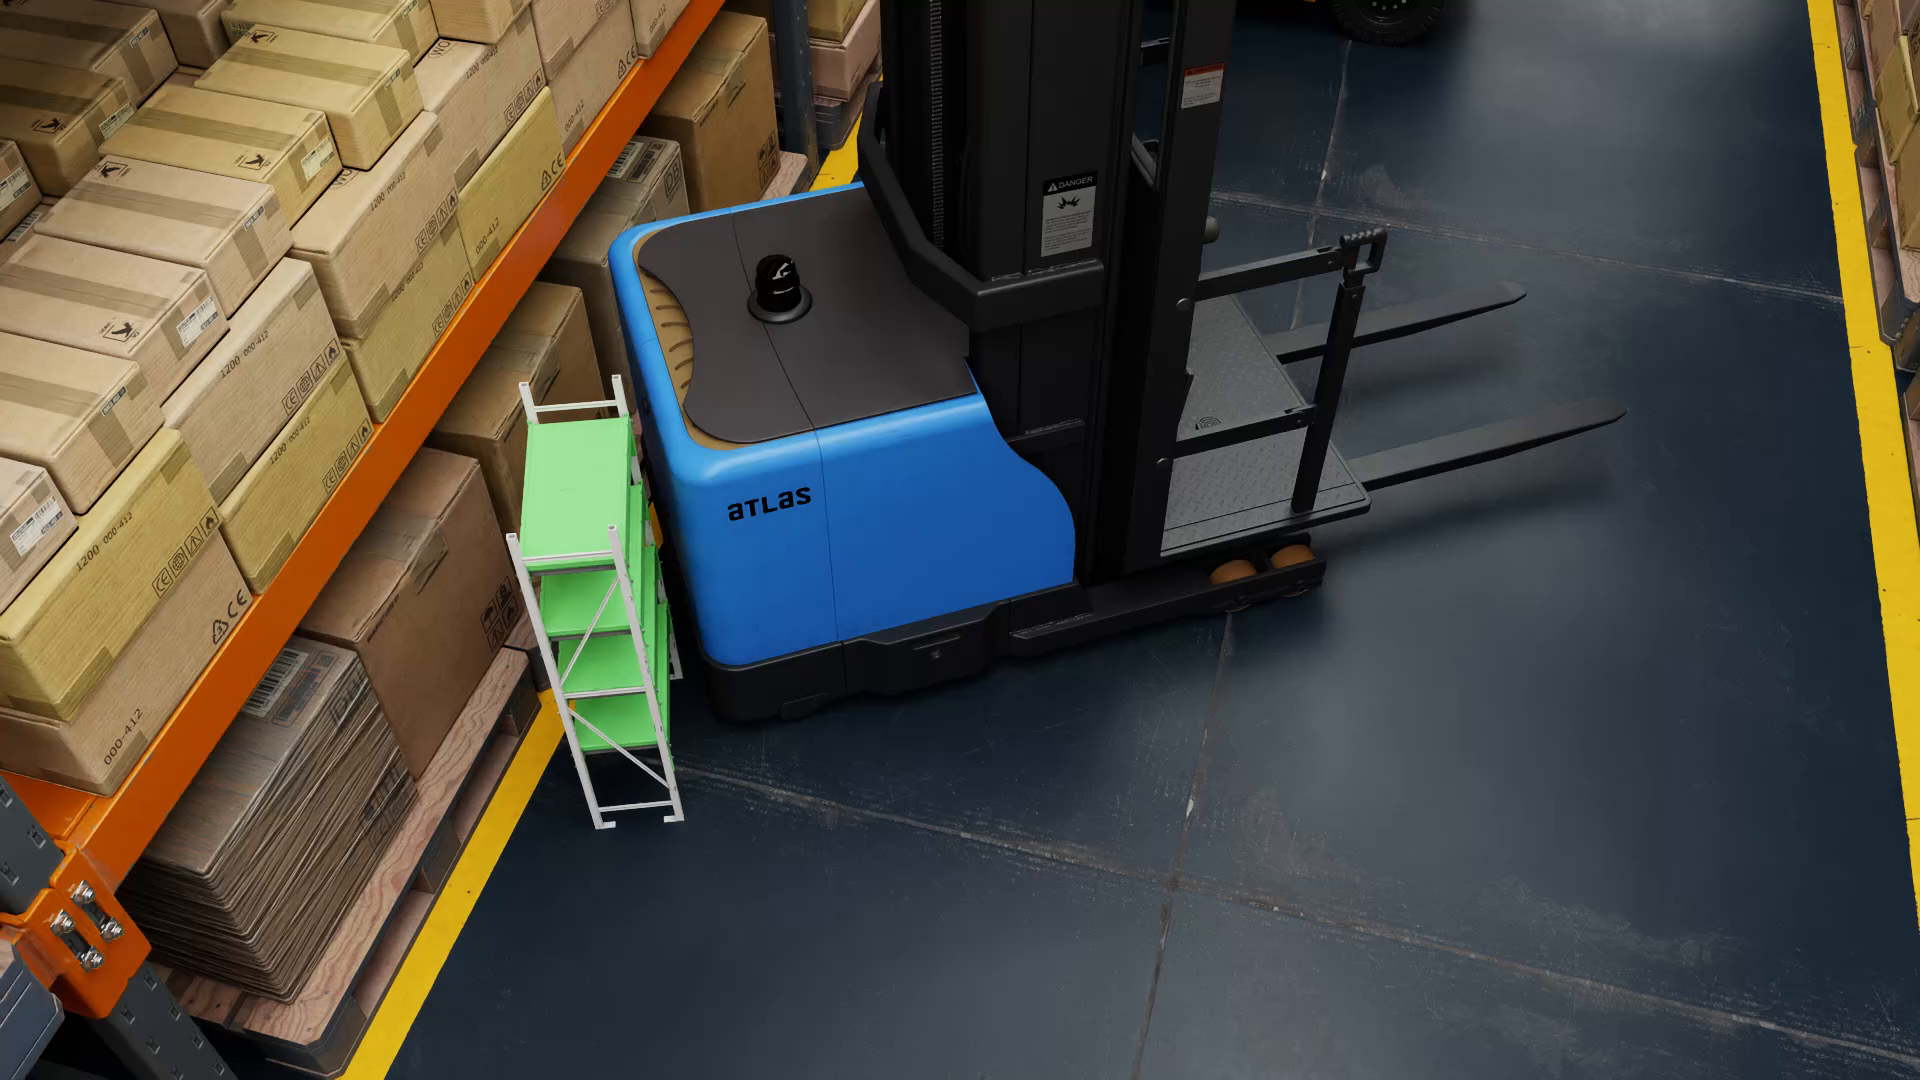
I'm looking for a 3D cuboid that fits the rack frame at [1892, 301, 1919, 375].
[{"bbox_3d":[3.741,-1.522,4.593,1.000,3.000,0.127,12,50,10],"label":"rack frame"}]

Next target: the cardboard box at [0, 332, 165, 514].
[{"bbox_3d":[-1.664,-0.219,2.943,0.380,0.149,0.250,13,50,11],"label":"cardboard box"}]

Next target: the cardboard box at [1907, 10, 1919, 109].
[{"bbox_3d":[3.770,-1.848,5.934,0.500,0.500,0.500,12,50,11],"label":"cardboard box"}]

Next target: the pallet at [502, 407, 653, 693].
[{"bbox_3d":[-1.524,-0.150,5.242,1.003,0.211,1.213,12,50,10],"label":"pallet"}]

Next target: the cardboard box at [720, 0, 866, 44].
[{"bbox_3d":[-0.624,-2.182,6.396,0.500,0.250,0.500,11,50,10],"label":"cardboard box"}]

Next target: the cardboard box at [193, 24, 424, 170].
[{"bbox_3d":[-1.404,-0.961,3.598,0.380,0.149,0.250,13,50,11],"label":"cardboard box"}]

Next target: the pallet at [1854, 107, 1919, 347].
[{"bbox_3d":[3.884,-1.092,6.073,1.003,0.211,1.213,12,50,10],"label":"pallet"}]

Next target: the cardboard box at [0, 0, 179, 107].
[{"bbox_3d":[-1.997,-1.077,3.701,0.380,0.149,0.250,11,49,9],"label":"cardboard box"}]

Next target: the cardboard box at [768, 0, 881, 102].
[{"bbox_3d":[-0.602,-2.012,6.579,0.500,0.250,0.500,12,50,10],"label":"cardboard box"}]

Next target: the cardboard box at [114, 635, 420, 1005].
[{"bbox_3d":[-1.924,0.593,4.030,0.875,0.625,0.625,13,50,11],"label":"cardboard box"}]

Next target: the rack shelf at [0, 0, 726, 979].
[{"bbox_3d":[-1.575,-0.814,4.448,1.077,0.370,4.000,12,50,10],"label":"rack shelf"}]

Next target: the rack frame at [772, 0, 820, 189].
[{"bbox_3d":[-1.049,-2.499,5.455,1.000,3.000,0.127,12,50,10],"label":"rack frame"}]

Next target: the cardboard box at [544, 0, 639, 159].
[{"bbox_3d":[-1.216,-1.315,4.510,0.500,0.250,0.500,12,50,10],"label":"cardboard box"}]

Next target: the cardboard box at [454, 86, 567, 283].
[{"bbox_3d":[-1.345,-0.940,4.179,0.500,0.250,0.500,13,50,11],"label":"cardboard box"}]

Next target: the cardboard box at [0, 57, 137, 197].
[{"bbox_3d":[-1.982,-0.880,3.527,0.380,0.149,0.250,11,50,10],"label":"cardboard box"}]

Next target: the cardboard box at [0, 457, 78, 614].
[{"bbox_3d":[-1.733,-0.026,2.773,0.380,0.149,0.250,13,50,11],"label":"cardboard box"}]

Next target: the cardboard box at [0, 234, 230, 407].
[{"bbox_3d":[-1.622,-0.410,3.112,0.380,0.149,0.250,13,50,11],"label":"cardboard box"}]

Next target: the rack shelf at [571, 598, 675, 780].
[{"bbox_3d":[-0.907,0.398,4.504,0.258,0.148,0.480,-5,49,-4],"label":"rack shelf"}]

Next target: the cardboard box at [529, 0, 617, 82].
[{"bbox_3d":[-1.200,-1.467,4.310,0.500,0.250,0.500,12,50,11],"label":"cardboard box"}]

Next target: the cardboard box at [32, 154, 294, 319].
[{"bbox_3d":[-1.565,-0.601,3.281,0.380,0.149,0.250,12,50,10],"label":"cardboard box"}]

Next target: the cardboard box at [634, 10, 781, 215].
[{"bbox_3d":[-1.175,-1.472,5.852,0.875,0.625,0.625,14,50,12],"label":"cardboard box"}]

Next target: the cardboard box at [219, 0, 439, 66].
[{"bbox_3d":[-1.429,-1.168,3.781,0.380,0.149,0.250,12,50,10],"label":"cardboard box"}]

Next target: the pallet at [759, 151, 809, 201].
[{"bbox_3d":[-1.205,-1.035,6.023,1.003,0.211,1.213,12,50,10],"label":"pallet"}]

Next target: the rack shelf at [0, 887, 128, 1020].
[{"bbox_3d":[-2.628,2.079,1.894,1.077,0.370,4.000,12,50,10],"label":"rack shelf"}]

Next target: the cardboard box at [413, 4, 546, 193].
[{"bbox_3d":[-1.351,-1.105,3.992,0.500,0.250,0.500,12,50,11],"label":"cardboard box"}]

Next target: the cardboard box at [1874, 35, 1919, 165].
[{"bbox_3d":[3.768,-1.619,6.232,0.500,0.250,0.500,10,49,9],"label":"cardboard box"}]

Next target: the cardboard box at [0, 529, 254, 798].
[{"bbox_3d":[-1.749,0.171,3.198,0.500,0.250,0.500,12,50,10],"label":"cardboard box"}]

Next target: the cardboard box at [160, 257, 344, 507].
[{"bbox_3d":[-1.616,-0.356,3.330,0.500,0.250,0.500,13,50,11],"label":"cardboard box"}]

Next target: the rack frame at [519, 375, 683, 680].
[{"bbox_3d":[-0.935,0.016,4.436,0.240,1.200,0.015,-5,49,-4],"label":"rack frame"}]

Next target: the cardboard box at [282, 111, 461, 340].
[{"bbox_3d":[-1.461,-0.731,3.661,0.500,0.250,0.500,10,49,9],"label":"cardboard box"}]

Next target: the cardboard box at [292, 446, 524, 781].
[{"bbox_3d":[-1.760,0.119,4.448,0.875,0.625,0.625,13,50,11],"label":"cardboard box"}]

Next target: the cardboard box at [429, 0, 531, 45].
[{"bbox_3d":[-1.227,-1.318,3.914,0.380,0.149,0.250,10,49,9],"label":"cardboard box"}]

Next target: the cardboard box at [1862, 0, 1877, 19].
[{"bbox_3d":[4.042,-2.350,6.878,0.500,0.250,0.500,15,50,13],"label":"cardboard box"}]

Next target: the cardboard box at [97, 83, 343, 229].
[{"bbox_3d":[-1.528,-0.789,3.446,0.380,0.149,0.250,12,50,10],"label":"cardboard box"}]

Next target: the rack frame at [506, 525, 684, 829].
[{"bbox_3d":[-0.878,0.379,4.115,0.240,1.200,0.015,-5,49,-4],"label":"rack frame"}]

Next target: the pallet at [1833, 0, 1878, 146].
[{"bbox_3d":[4.203,-1.977,6.854,1.003,0.211,1.213,12,50,10],"label":"pallet"}]

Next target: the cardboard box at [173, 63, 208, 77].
[{"bbox_3d":[-1.844,-1.195,4.071,0.500,0.250,0.500,11,49,9],"label":"cardboard box"}]

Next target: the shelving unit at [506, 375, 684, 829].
[{"bbox_3d":[-0.907,0.197,4.276,0.258,1.200,0.503,-5,49,-4],"label":"shelving unit"}]

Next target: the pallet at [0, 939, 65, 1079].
[{"bbox_3d":[-2.212,0.962,2.528,1.213,0.211,1.003,12,50,10],"label":"pallet"}]

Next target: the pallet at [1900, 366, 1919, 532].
[{"bbox_3d":[3.537,-0.036,5.141,1.003,0.211,1.213,12,50,10],"label":"pallet"}]

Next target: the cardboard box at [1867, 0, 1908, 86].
[{"bbox_3d":[3.906,-1.986,6.556,0.500,0.250,0.500,12,50,11],"label":"cardboard box"}]

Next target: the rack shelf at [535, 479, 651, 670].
[{"bbox_3d":[-0.907,0.081,4.144,0.258,0.148,0.480,-5,49,-4],"label":"rack shelf"}]

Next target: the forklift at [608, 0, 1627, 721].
[{"bbox_3d":[0.592,-1.115,4.280,3.031,2.935,1.130,-14,50,-12],"label":"forklift"}]

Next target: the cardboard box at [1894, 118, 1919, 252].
[{"bbox_3d":[3.637,-1.232,5.890,0.500,0.250,0.500,14,50,12],"label":"cardboard box"}]

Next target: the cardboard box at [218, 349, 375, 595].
[{"bbox_3d":[-1.612,-0.191,3.518,0.500,0.250,0.500,11,49,9],"label":"cardboard box"}]

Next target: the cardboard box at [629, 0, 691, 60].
[{"bbox_3d":[-1.056,-1.668,4.822,0.500,0.250,0.500,11,50,10],"label":"cardboard box"}]

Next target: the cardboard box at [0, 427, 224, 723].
[{"bbox_3d":[-1.725,0.011,3.006,0.500,0.250,0.500,12,50,10],"label":"cardboard box"}]

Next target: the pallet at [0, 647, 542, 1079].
[{"bbox_3d":[-1.847,0.730,4.465,1.003,0.211,1.213,12,50,10],"label":"pallet"}]

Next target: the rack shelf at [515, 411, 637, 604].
[{"bbox_3d":[-0.907,-0.078,3.964,0.258,0.148,0.480,-5,49,-4],"label":"rack shelf"}]

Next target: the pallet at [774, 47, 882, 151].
[{"bbox_3d":[-0.799,-2.143,7.000,1.003,0.211,1.213,12,50,10],"label":"pallet"}]

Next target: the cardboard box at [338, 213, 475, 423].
[{"bbox_3d":[-1.483,-0.565,3.848,0.500,0.250,0.500,10,49,9],"label":"cardboard box"}]

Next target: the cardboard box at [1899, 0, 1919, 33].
[{"bbox_3d":[3.903,-2.218,6.260,0.500,0.500,0.500,14,50,12],"label":"cardboard box"}]

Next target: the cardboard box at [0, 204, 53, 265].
[{"bbox_3d":[-2.118,-0.471,3.432,0.500,0.250,0.500,12,50,10],"label":"cardboard box"}]

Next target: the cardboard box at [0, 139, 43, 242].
[{"bbox_3d":[-2.126,-0.706,3.373,0.380,0.149,0.250,11,49,9],"label":"cardboard box"}]

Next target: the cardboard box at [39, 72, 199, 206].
[{"bbox_3d":[-1.984,-0.833,3.751,0.500,0.250,0.500,11,50,10],"label":"cardboard box"}]

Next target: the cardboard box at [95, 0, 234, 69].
[{"bbox_3d":[-1.826,-1.243,3.847,0.380,0.149,0.250,13,50,11],"label":"cardboard box"}]

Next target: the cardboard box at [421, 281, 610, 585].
[{"bbox_3d":[-1.583,-0.368,4.878,0.875,0.625,0.625,10,49,8],"label":"cardboard box"}]

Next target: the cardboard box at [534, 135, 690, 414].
[{"bbox_3d":[-1.387,-0.912,5.358,0.875,0.625,0.625,11,50,10],"label":"cardboard box"}]

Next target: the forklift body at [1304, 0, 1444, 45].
[{"bbox_3d":[1.265,-3.380,6.798,2.313,2.155,1.214,12,50,10],"label":"forklift body"}]

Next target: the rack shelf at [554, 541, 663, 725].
[{"bbox_3d":[-0.907,0.239,4.324,0.258,0.148,0.480,-5,49,-4],"label":"rack shelf"}]
